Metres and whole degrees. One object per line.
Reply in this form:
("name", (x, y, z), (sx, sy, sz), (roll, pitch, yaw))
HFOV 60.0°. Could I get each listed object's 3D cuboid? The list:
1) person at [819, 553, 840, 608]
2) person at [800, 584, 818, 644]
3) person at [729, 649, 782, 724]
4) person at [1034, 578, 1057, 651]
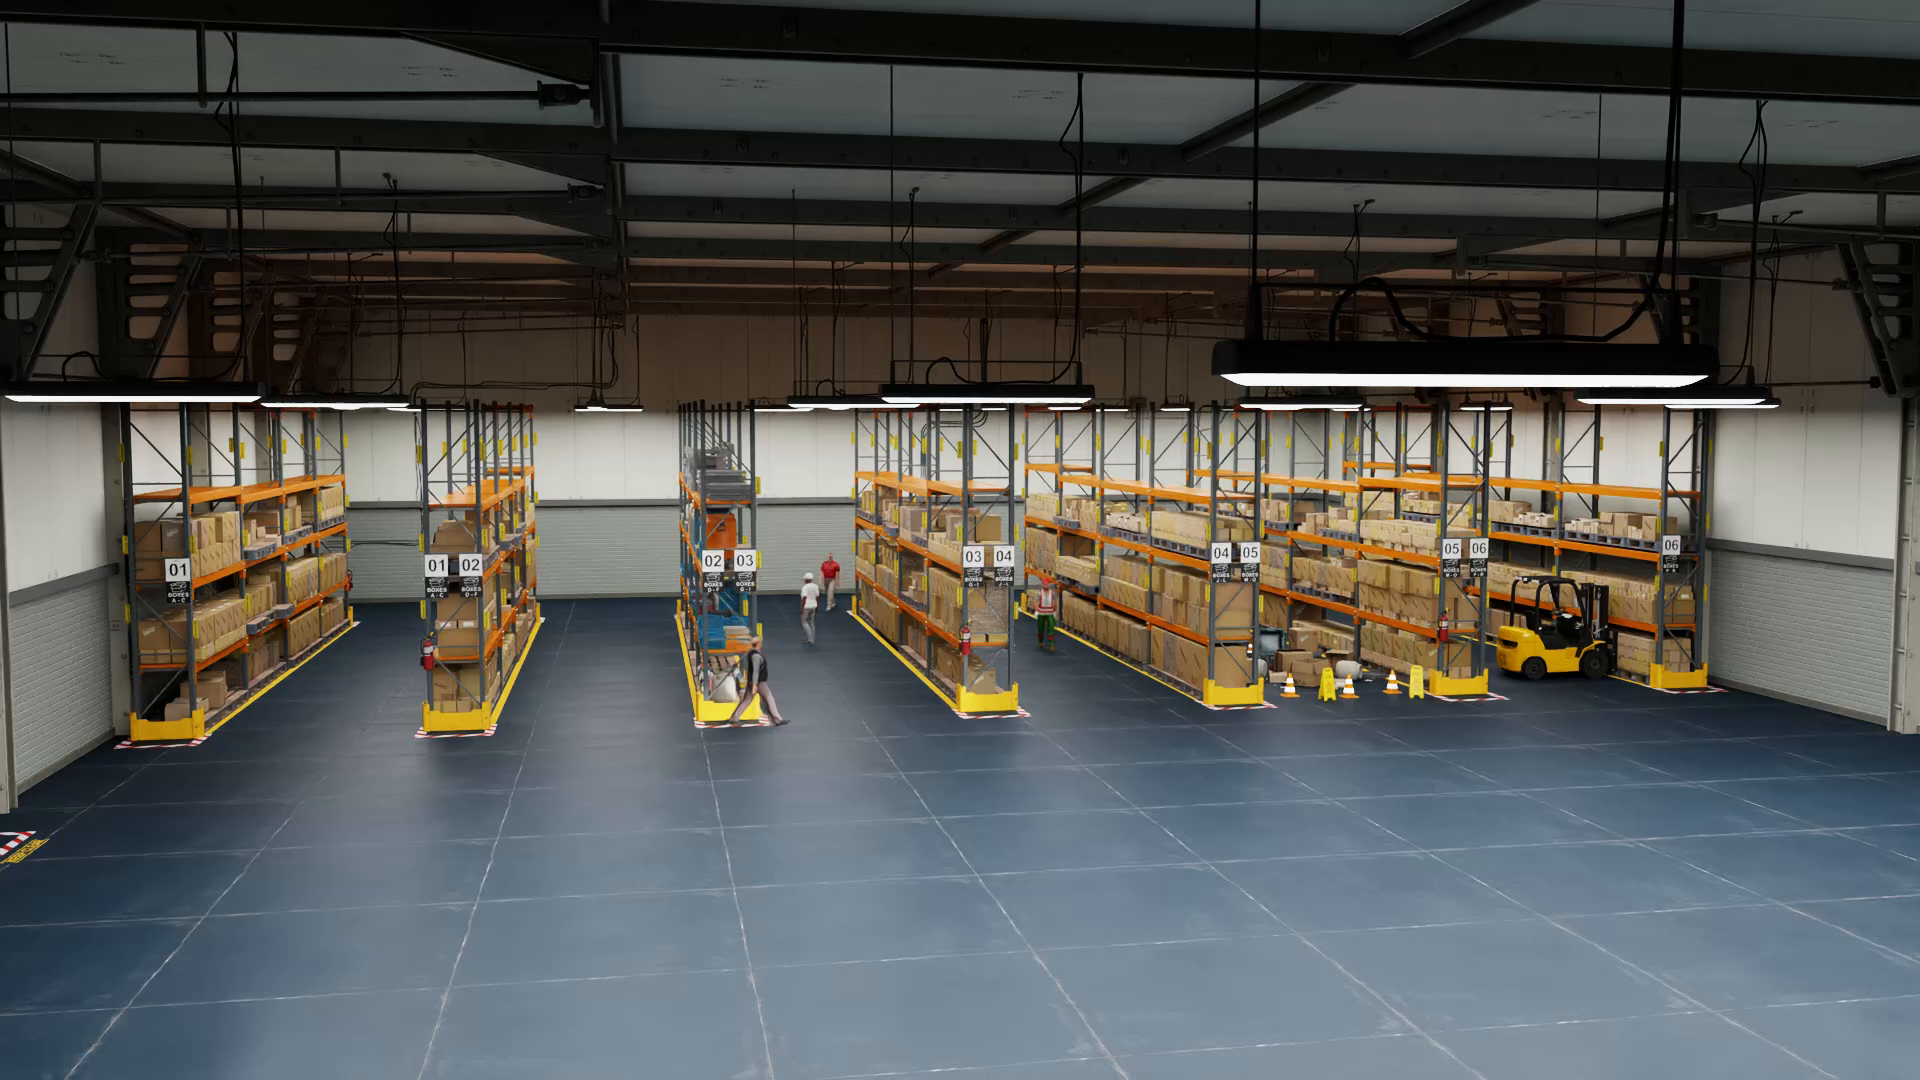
("person", (-3.764, 1.175, 48.597), (0.534, 1.602, 0.899), (2, 5, 20))
("person", (-3.768, 1.865, 41.575), (0.405, 1.550, 0.437), (4, 6, 41))
("person", (-3.758, 2.685, 30.425), (0.939, 1.372, 0.446), (-2, 5, -25))
("person", (2.080, 1.794, 40.309), (0.603, 1.726, 1.067), (-1, 4, -8))
